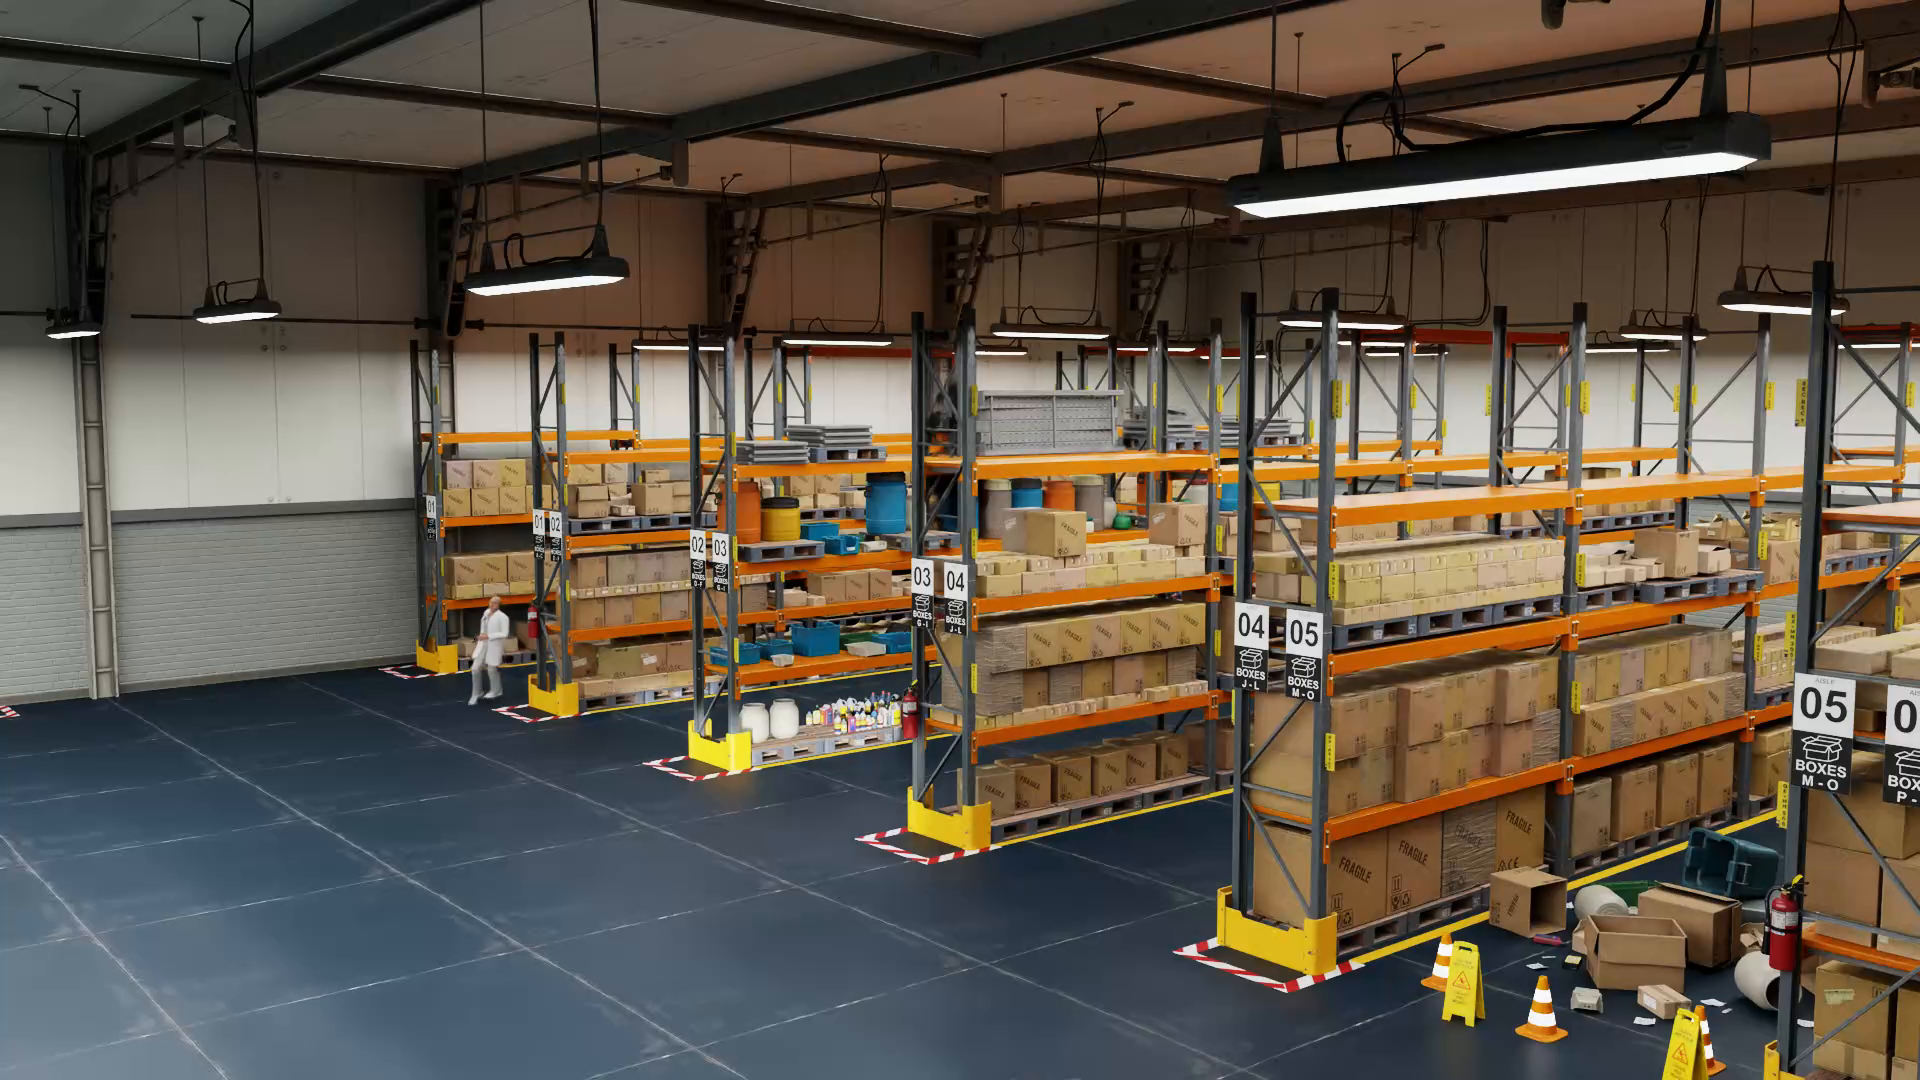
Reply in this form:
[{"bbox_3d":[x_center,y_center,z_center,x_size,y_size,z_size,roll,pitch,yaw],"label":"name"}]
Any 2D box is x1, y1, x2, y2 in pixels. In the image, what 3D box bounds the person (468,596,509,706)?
[{"bbox_3d":[-7.591,1.804,27.059,0.688,1.814,0.756,2,6,19],"label":"person"}]
